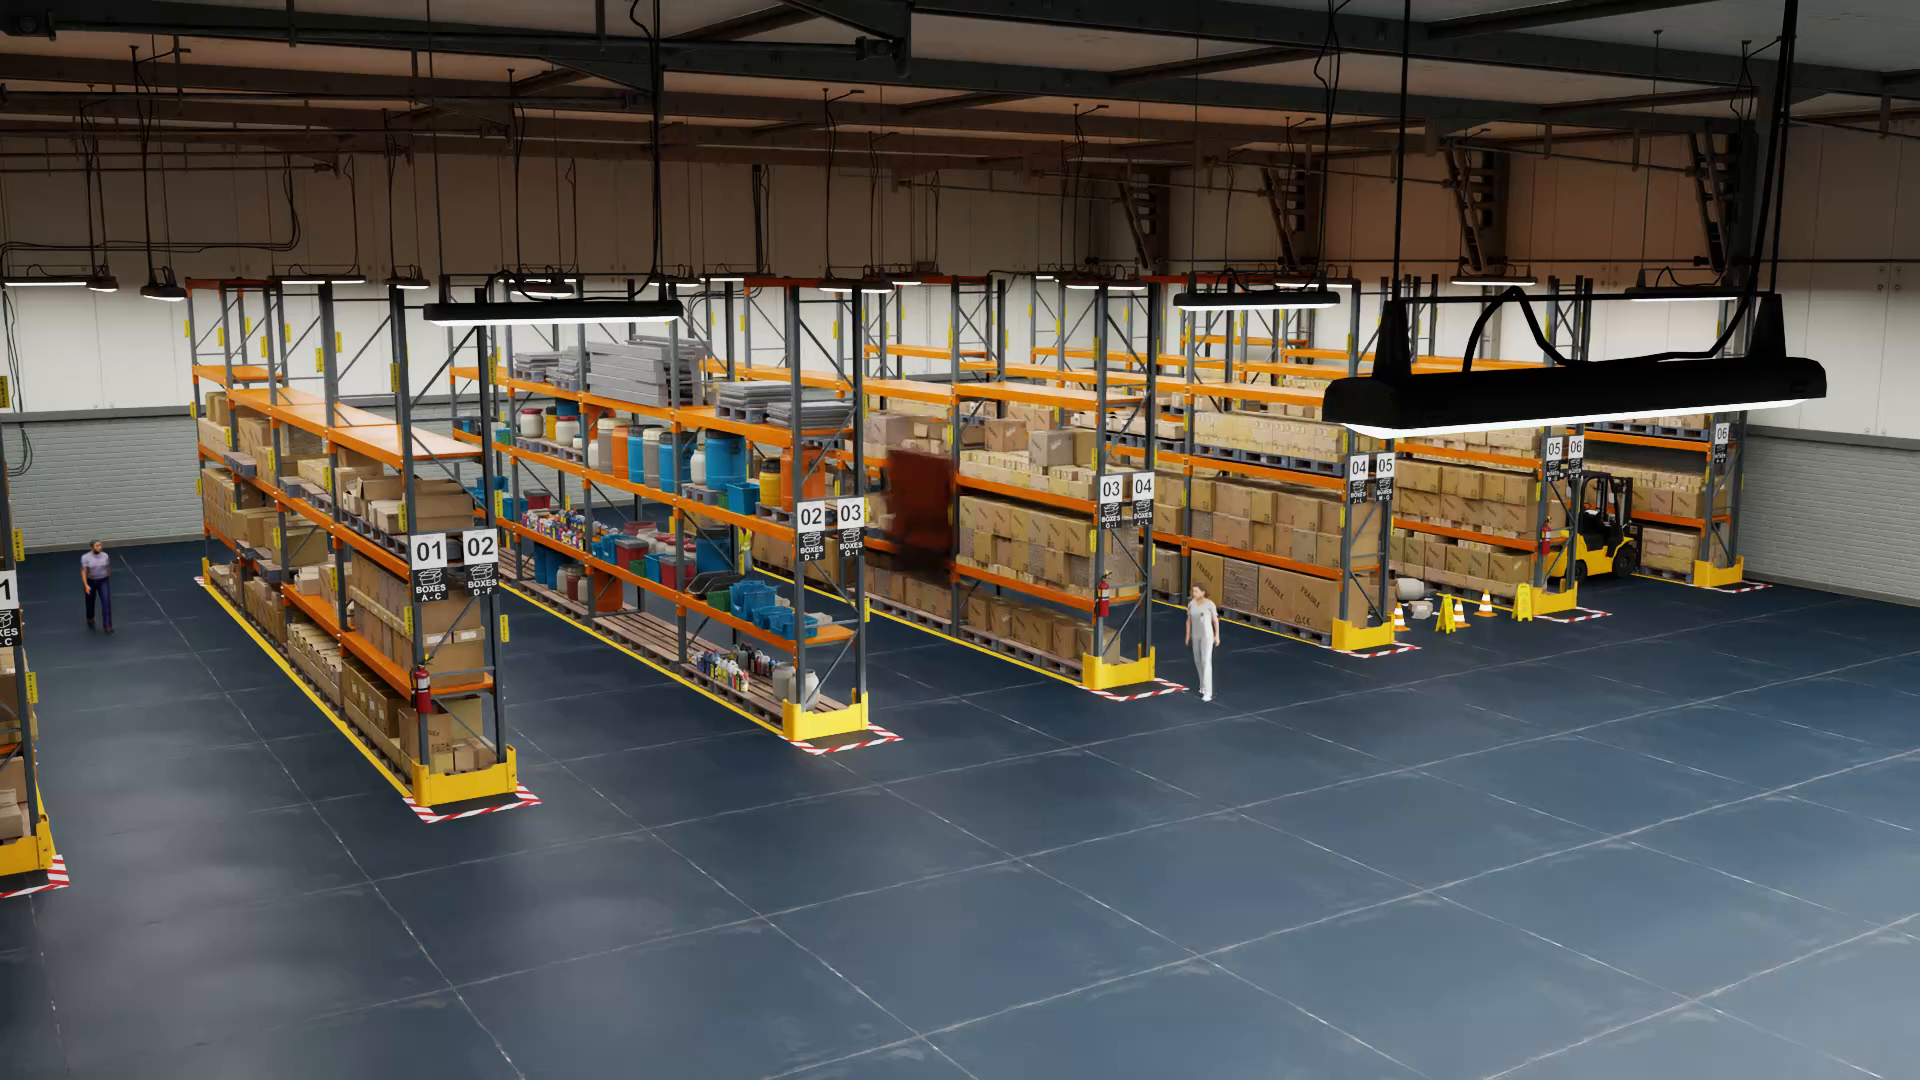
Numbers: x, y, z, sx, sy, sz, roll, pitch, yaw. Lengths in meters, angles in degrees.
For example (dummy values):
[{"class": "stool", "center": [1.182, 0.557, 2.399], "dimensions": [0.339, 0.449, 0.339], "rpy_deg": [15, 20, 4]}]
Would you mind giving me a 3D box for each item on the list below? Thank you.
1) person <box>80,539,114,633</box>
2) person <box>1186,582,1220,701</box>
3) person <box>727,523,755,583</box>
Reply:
[{"class": "person", "center": [-14.871, 0.755, 28.624], "dimensions": [0.458, 1.587, 1.043], "rpy_deg": [-6, 11, -32]}, {"class": "person", "center": [3.535, 1.462, 24.379], "dimensions": [0.546, 1.685, 0.601], "rpy_deg": [7, 12, 38]}, {"class": "person", "center": [-4.129, 0.167, 31.237], "dimensions": [0.706, 1.656, 0.711], "rpy_deg": [-4, 10, -24]}]
